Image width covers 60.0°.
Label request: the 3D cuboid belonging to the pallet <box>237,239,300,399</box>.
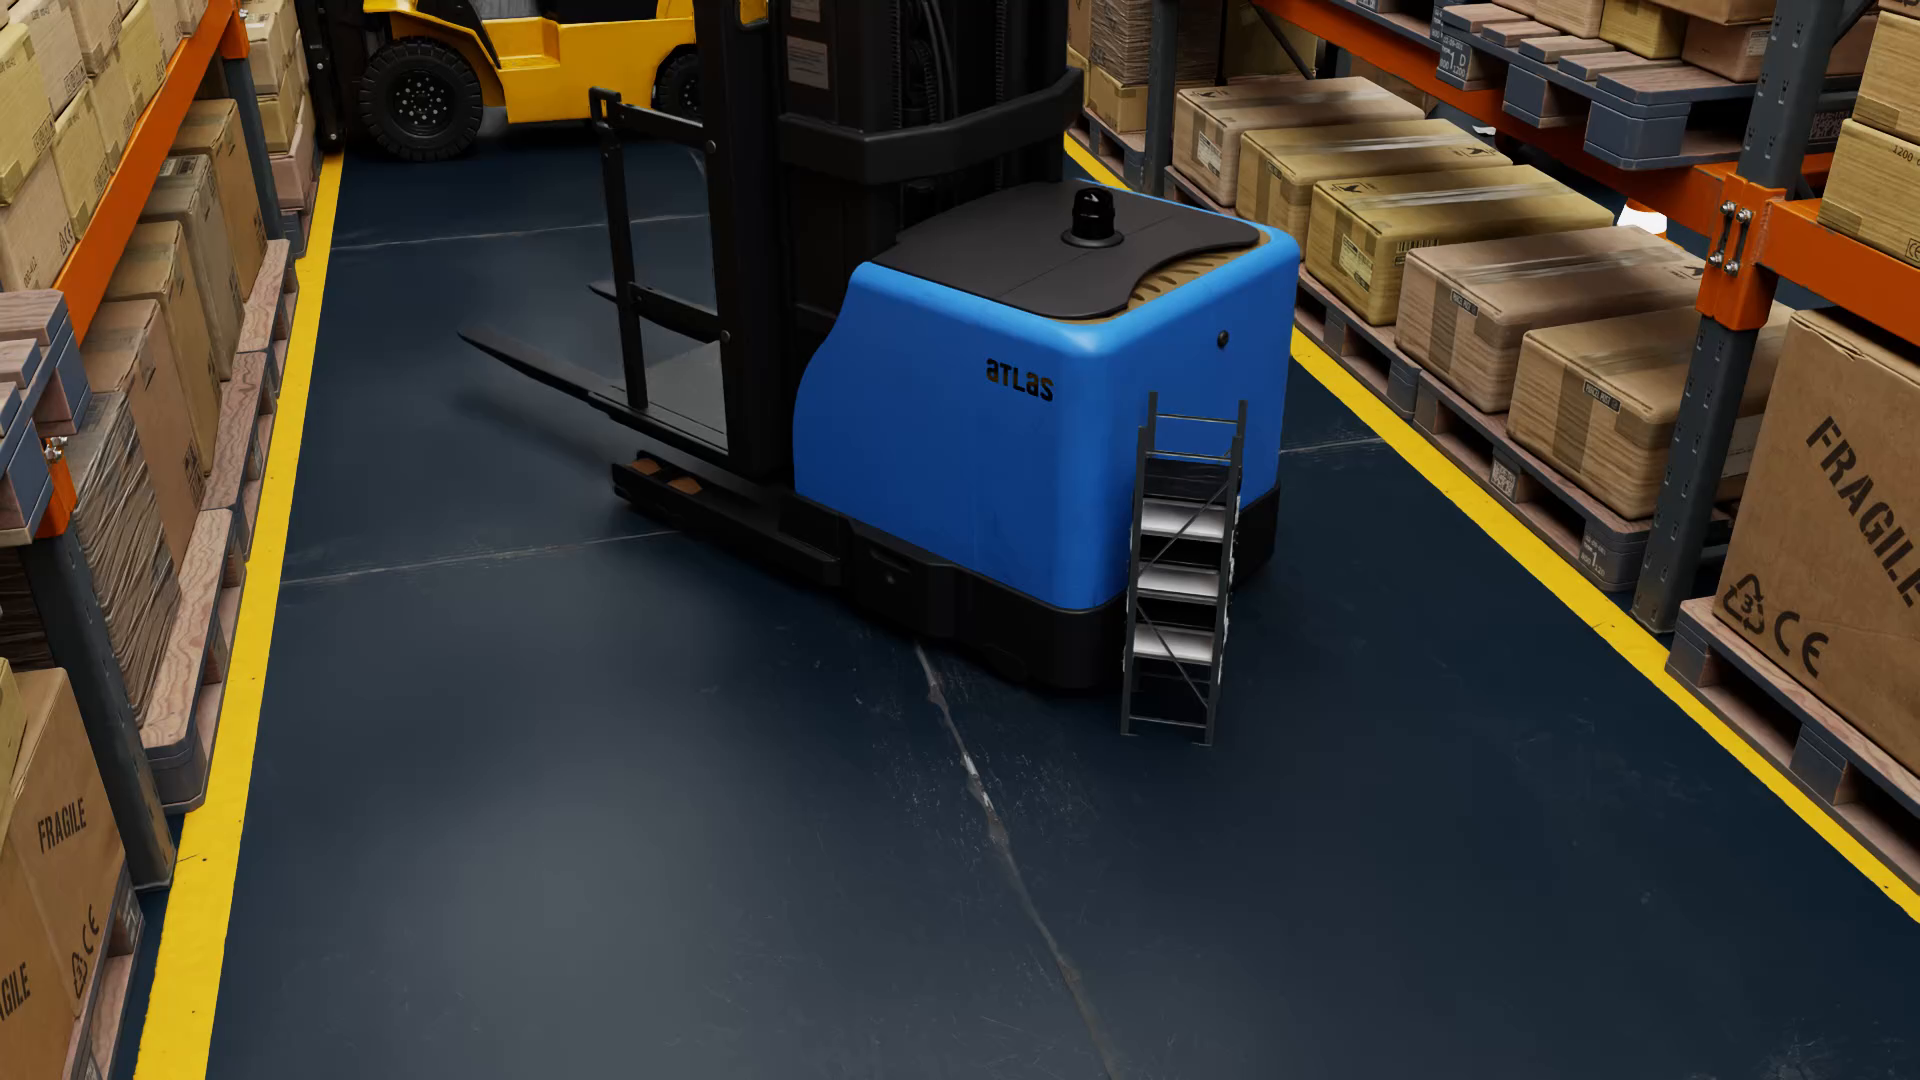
[{"bbox_3d":[-3.156,-0.828,6.469,1.003,0.211,1.213,-8,31,-13],"label":"pallet"}]

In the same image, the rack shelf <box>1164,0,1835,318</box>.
[{"bbox_3d":[1.926,-1.770,6.031,1.077,0.370,4.000,-8,31,-13],"label":"rack shelf"}]

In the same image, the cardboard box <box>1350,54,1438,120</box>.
[{"bbox_3d":[2.423,-2.665,9.352,0.500,0.500,0.500,13,32,21],"label":"cardboard box"}]

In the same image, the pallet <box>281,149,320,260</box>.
[{"bbox_3d":[-3.560,-1.568,7.748,1.003,0.211,1.213,-8,31,-13],"label":"pallet"}]

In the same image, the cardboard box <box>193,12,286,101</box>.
[{"bbox_3d":[-3.215,-2.085,7.185,0.500,0.250,0.500,-8,31,-14],"label":"cardboard box"}]

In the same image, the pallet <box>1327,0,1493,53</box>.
[{"bbox_3d":[1.892,-1.983,5.872,1.003,0.211,1.213,-8,31,-13],"label":"pallet"}]

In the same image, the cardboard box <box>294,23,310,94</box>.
[{"bbox_3d":[-3.478,-2.355,8.151,0.500,0.250,0.500,-8,31,-14],"label":"cardboard box"}]

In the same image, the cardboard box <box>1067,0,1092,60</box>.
[{"bbox_3d":[0.843,-2.859,8.772,0.500,0.500,0.500,-7,31,-12],"label":"cardboard box"}]

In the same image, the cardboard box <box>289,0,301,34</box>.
[{"bbox_3d":[-3.484,-2.572,8.027,0.500,0.250,0.500,-7,31,-12],"label":"cardboard box"}]

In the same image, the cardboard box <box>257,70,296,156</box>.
[{"bbox_3d":[-3.220,-1.868,7.309,0.500,0.250,0.500,-8,31,-14],"label":"cardboard box"}]

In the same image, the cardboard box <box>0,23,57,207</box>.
[{"bbox_3d":[-2.186,-0.855,3.383,0.500,0.250,0.500,-8,31,-13],"label":"cardboard box"}]

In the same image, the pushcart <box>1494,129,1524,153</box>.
[{"bbox_3d":[3.580,-2.239,8.742,1.648,0.377,0.936,-20,35,-30],"label":"pushcart"}]

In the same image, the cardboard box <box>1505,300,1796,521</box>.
[{"bbox_3d":[2.317,-0.434,5.209,0.950,0.372,0.625,-10,32,-17],"label":"cardboard box"}]

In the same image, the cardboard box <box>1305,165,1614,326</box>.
[{"bbox_3d":[1.917,-1.156,6.457,0.950,0.372,0.625,-7,31,-12],"label":"cardboard box"}]

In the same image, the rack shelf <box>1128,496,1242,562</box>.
[{"bbox_3d":[0.560,-0.041,4.130,0.258,0.077,0.200,7,31,11],"label":"rack shelf"}]

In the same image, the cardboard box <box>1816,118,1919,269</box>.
[{"bbox_3d":[2.344,-0.780,3.753,0.500,0.250,0.500,-8,31,-14],"label":"cardboard box"}]

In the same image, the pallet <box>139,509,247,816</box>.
[{"bbox_3d":[-2.508,0.351,4.433,1.003,0.211,1.213,-8,31,-13],"label":"pallet"}]

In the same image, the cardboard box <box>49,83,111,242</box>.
[{"bbox_3d":[-2.338,-0.879,3.923,0.500,0.250,0.500,-9,31,-14],"label":"cardboard box"}]

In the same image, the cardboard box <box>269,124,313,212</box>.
[{"bbox_3d":[-3.198,-1.654,7.440,0.500,0.250,0.500,-8,31,-13],"label":"cardboard box"}]

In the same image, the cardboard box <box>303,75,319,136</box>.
[{"bbox_3d":[-3.500,-2.144,8.285,0.500,0.250,0.500,-7,31,-12],"label":"cardboard box"}]

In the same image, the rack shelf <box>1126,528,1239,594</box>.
[{"bbox_3d":[0.560,0.037,4.175,0.258,0.077,0.200,7,31,11],"label":"rack shelf"}]

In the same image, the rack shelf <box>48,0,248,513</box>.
[{"bbox_3d":[-2.858,-1.108,4.888,1.077,0.370,4.000,-8,31,-13],"label":"rack shelf"}]

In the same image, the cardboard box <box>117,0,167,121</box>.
[{"bbox_3d":[-2.618,-1.377,4.785,0.500,0.250,0.500,-7,31,-12],"label":"cardboard box"}]

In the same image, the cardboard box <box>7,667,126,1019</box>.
[{"bbox_3d":[-2.008,0.623,3.256,0.500,0.500,0.500,-7,31,-12],"label":"cardboard box"}]

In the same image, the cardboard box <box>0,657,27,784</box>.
[{"bbox_3d":[-1.952,0.371,3.043,0.380,0.149,0.250,-9,31,-16],"label":"cardboard box"}]

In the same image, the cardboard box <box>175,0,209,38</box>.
[{"bbox_3d":[-2.864,-1.870,5.635,0.500,0.250,0.500,-8,31,-14],"label":"cardboard box"}]

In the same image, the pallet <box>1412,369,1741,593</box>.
[{"bbox_3d":[2.251,-0.286,5.533,1.003,0.211,1.213,-8,31,-13],"label":"pallet"}]

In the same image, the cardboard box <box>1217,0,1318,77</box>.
[{"bbox_3d":[1.499,-2.684,8.470,0.500,0.500,0.500,-6,31,-11],"label":"cardboard box"}]

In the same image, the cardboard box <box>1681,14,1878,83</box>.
[{"bbox_3d":[2.143,-1.315,4.359,0.380,0.149,0.250,-7,31,-11],"label":"cardboard box"}]

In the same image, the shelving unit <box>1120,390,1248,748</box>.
[{"bbox_3d":[0.560,0.086,4.203,0.258,0.900,0.210,7,31,11],"label":"shelving unit"}]

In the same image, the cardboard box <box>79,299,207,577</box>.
[{"bbox_3d":[-2.661,-0.225,4.595,0.875,0.625,0.625,-7,31,-12],"label":"cardboard box"}]

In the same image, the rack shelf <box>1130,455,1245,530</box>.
[{"bbox_3d":[0.560,-0.119,4.085,0.258,0.077,0.200,7,31,11],"label":"rack shelf"}]

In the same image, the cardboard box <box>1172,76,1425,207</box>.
[{"bbox_3d":[1.537,-1.838,7.636,0.950,0.372,0.625,-7,31,-13],"label":"cardboard box"}]

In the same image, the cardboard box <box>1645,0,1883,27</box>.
[{"bbox_3d":[2.068,-1.651,4.293,0.500,0.500,0.500,-9,31,-15],"label":"cardboard box"}]

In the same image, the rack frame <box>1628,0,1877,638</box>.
[{"bbox_3d":[2.457,-1.115,4.182,1.000,3.000,0.127,-8,31,-13],"label":"rack frame"}]

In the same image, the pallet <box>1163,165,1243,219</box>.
[{"bbox_3d":[1.603,-1.464,7.569,1.003,0.211,1.213,-8,31,-13],"label":"pallet"}]

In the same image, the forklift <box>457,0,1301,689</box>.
[{"bbox_3d":[-0.494,-1.481,4.883,3.031,2.935,1.130,23,37,34],"label":"forklift"}]

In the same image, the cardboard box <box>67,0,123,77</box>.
[{"bbox_3d":[-2.463,-1.349,4.236,0.500,0.250,0.500,-9,31,-15],"label":"cardboard box"}]

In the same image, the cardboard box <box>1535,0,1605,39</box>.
[{"bbox_3d":[1.892,-1.551,4.766,0.380,0.149,0.250,-8,31,-14],"label":"cardboard box"}]

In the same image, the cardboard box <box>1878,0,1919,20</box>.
[{"bbox_3d":[2.352,-1.320,3.439,0.500,0.500,0.500,-9,31,-15],"label":"cardboard box"}]

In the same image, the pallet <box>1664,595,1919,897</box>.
[{"bbox_3d":[2.594,0.483,4.205,1.003,0.211,1.213,-8,31,-13],"label":"pallet"}]

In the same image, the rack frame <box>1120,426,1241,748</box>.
[{"bbox_3d":[0.538,0.135,4.118,0.240,0.900,0.006,7,31,11],"label":"rack frame"}]

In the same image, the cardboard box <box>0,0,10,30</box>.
[{"bbox_3d":[-2.200,-1.099,3.407,0.380,0.149,0.250,-7,31,-12],"label":"cardboard box"}]

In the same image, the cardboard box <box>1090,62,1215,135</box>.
[{"bbox_3d":[0.979,-2.288,8.535,0.500,0.250,0.500,-6,31,-11],"label":"cardboard box"}]

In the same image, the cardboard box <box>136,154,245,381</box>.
[{"bbox_3d":[-3.041,-0.913,5.784,0.875,0.625,0.625,-8,31,-14],"label":"cardboard box"}]

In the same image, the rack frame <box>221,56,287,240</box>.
[{"bbox_3d":[-3.389,-2.385,6.376,1.000,3.000,0.127,-8,31,-13],"label":"rack frame"}]

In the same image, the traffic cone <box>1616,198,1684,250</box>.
[{"bbox_3d":[3.074,-1.536,7.442,0.336,0.463,0.334,-8,31,-13],"label":"traffic cone"}]
